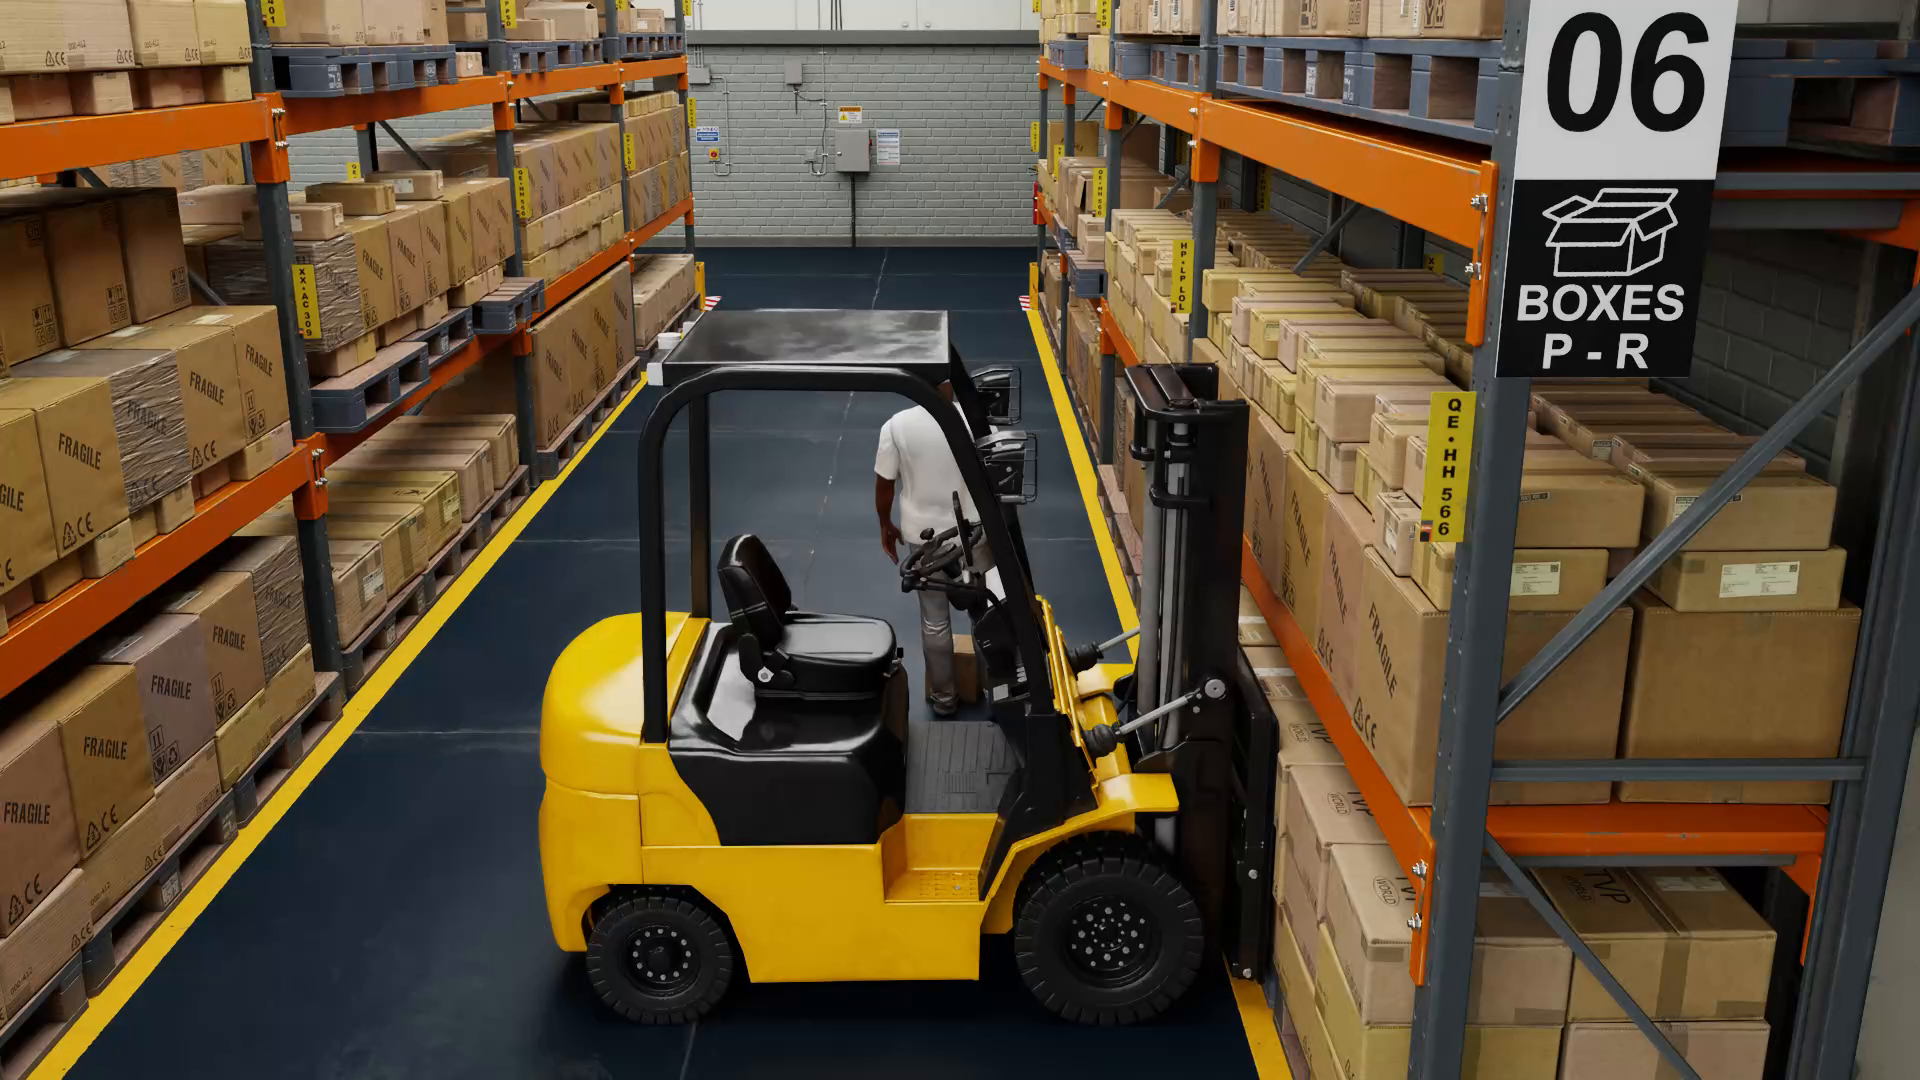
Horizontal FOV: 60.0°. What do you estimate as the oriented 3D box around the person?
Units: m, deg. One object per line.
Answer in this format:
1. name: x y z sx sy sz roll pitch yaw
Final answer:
1. person: -0.036 -0.055 7.654 0.665 1.769 0.574 4 17 12
